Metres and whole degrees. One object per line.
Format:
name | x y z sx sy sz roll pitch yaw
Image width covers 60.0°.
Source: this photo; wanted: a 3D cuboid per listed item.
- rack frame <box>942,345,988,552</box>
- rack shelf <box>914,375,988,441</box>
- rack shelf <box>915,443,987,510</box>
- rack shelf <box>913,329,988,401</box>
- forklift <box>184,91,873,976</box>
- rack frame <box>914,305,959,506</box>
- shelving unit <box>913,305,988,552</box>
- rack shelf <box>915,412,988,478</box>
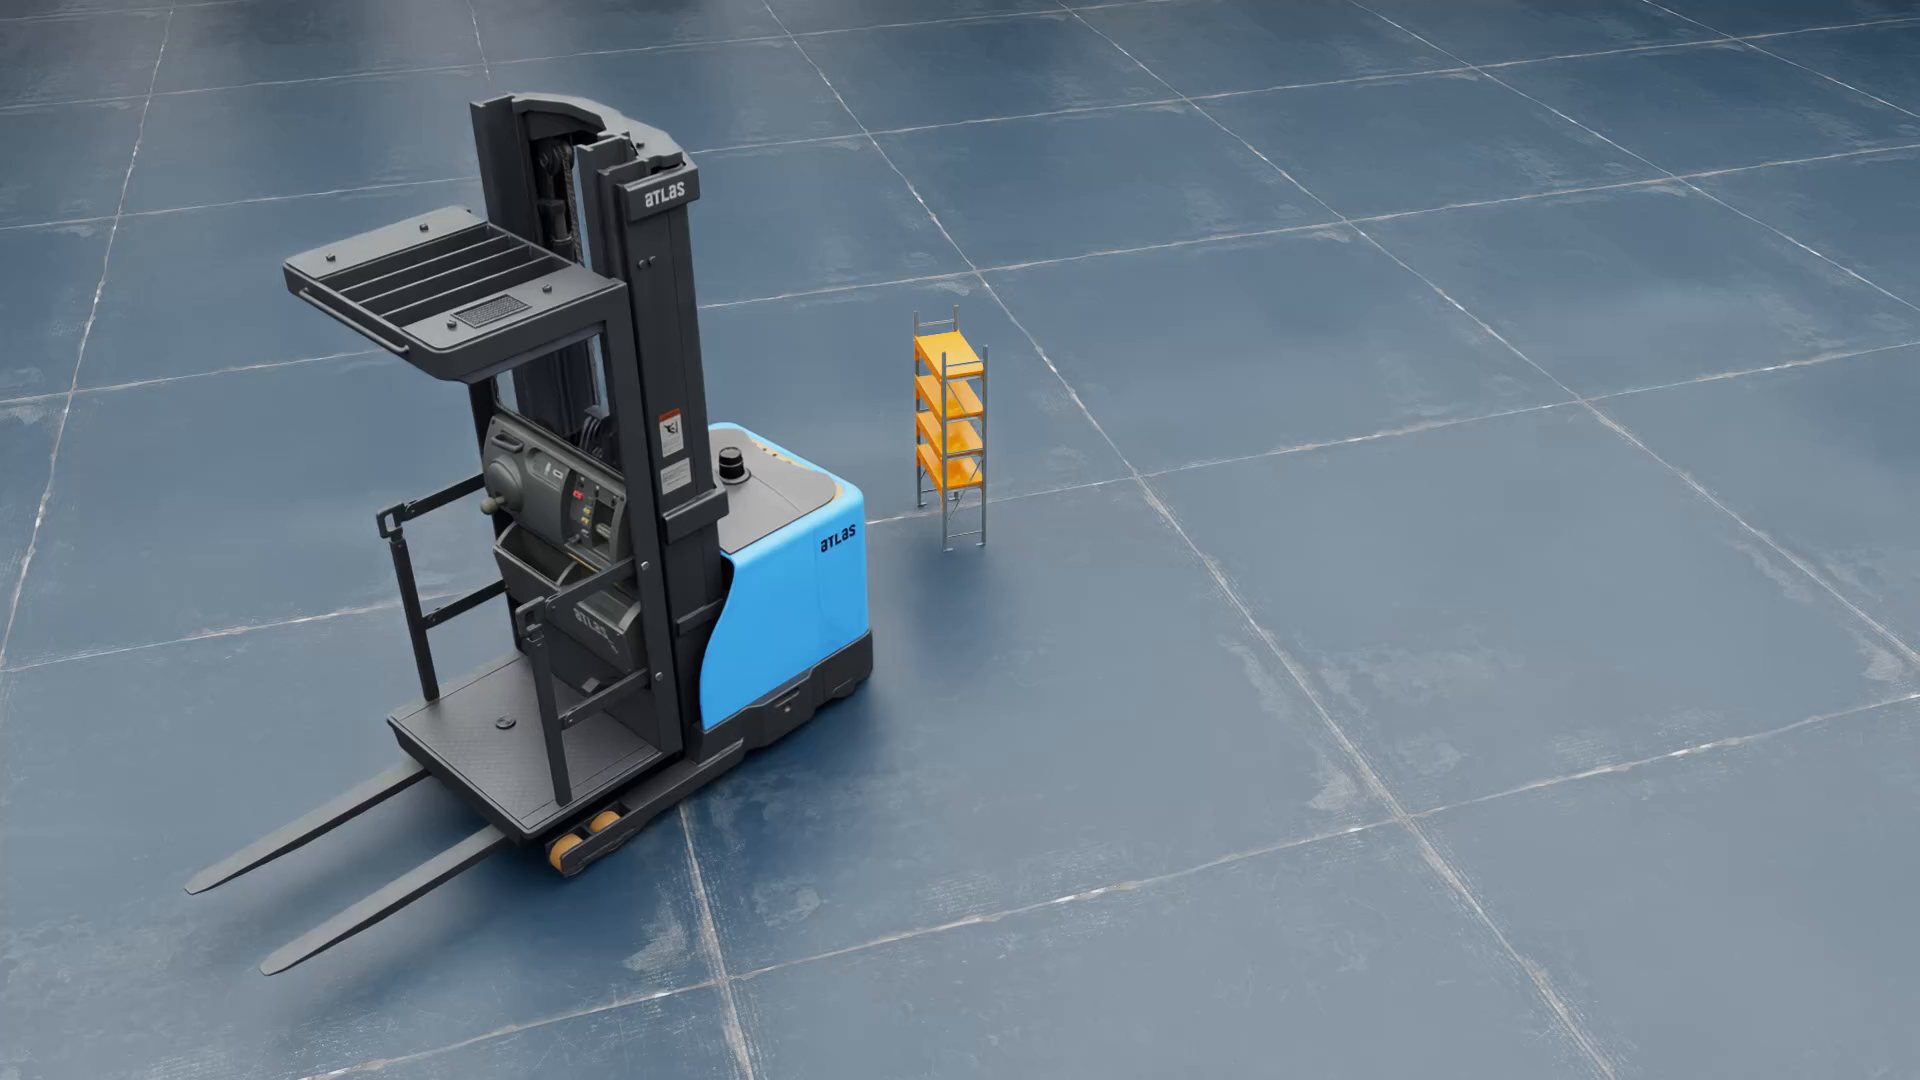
rack frame | 0.024 -0.459 8.676 0.240 1.200 0.015 -10 35 -15
rack shelf | -0.051 -0.718 8.784 0.258 0.148 0.480 -10 35 -15
rack shelf | -0.051 -0.366 9.017 0.258 0.148 0.480 -10 35 -15
rack shelf | -0.051 -0.915 8.654 0.258 0.148 0.480 -10 35 -15
forklift | -1.794 -0.144 6.628 1.130 2.935 3.031 27 42 35
rack frame | -0.125 -0.716 9.064 0.240 1.200 0.015 -10 35 -15
shelving unit | -0.051 -0.587 8.870 0.258 1.200 0.503 -10 35 -15
rack shelf | -0.051 -0.531 8.907 0.258 0.148 0.480 -10 35 -15
